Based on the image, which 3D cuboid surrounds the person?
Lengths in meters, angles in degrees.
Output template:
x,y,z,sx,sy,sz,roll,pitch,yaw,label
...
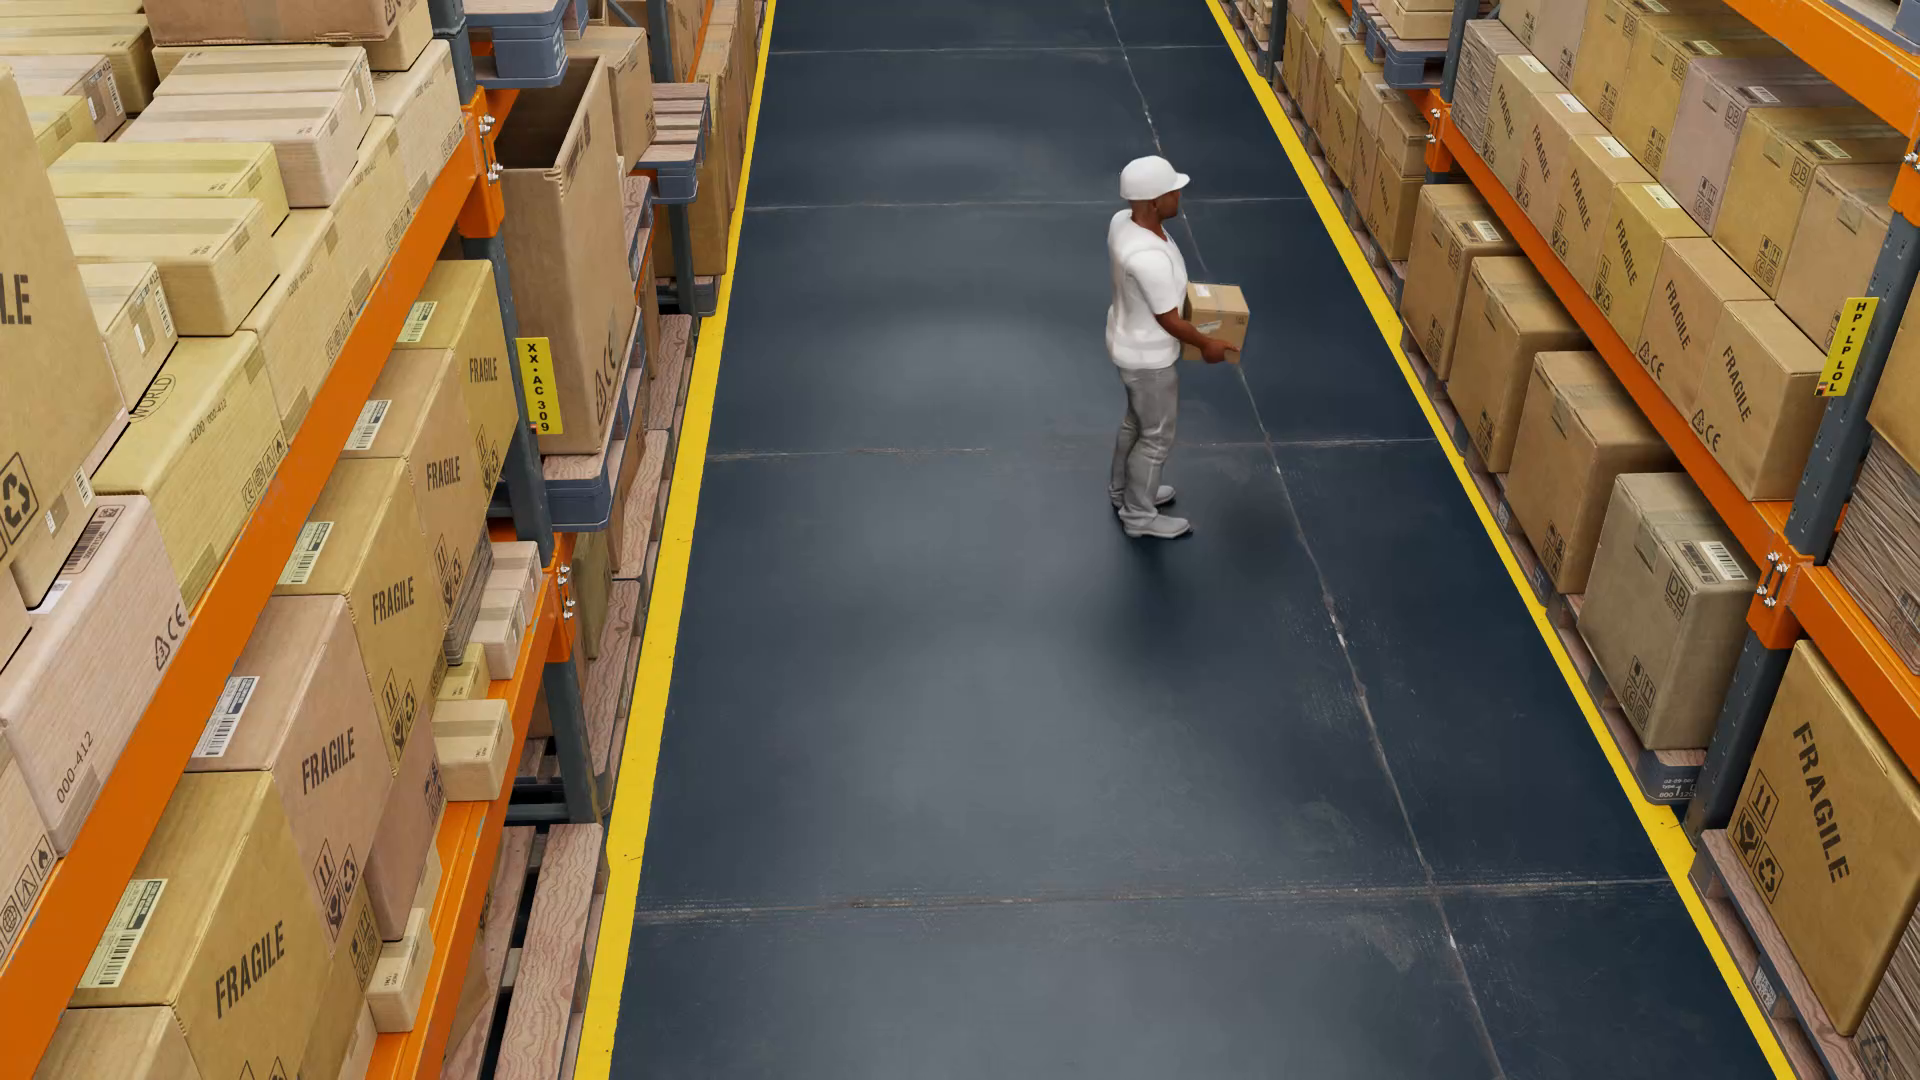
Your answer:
x,y,z,sx,sy,sz,roll,pitch,yaw,label
0.914,-0.842,7.325,0.567,1.769,0.528,-2,35,-2,person
